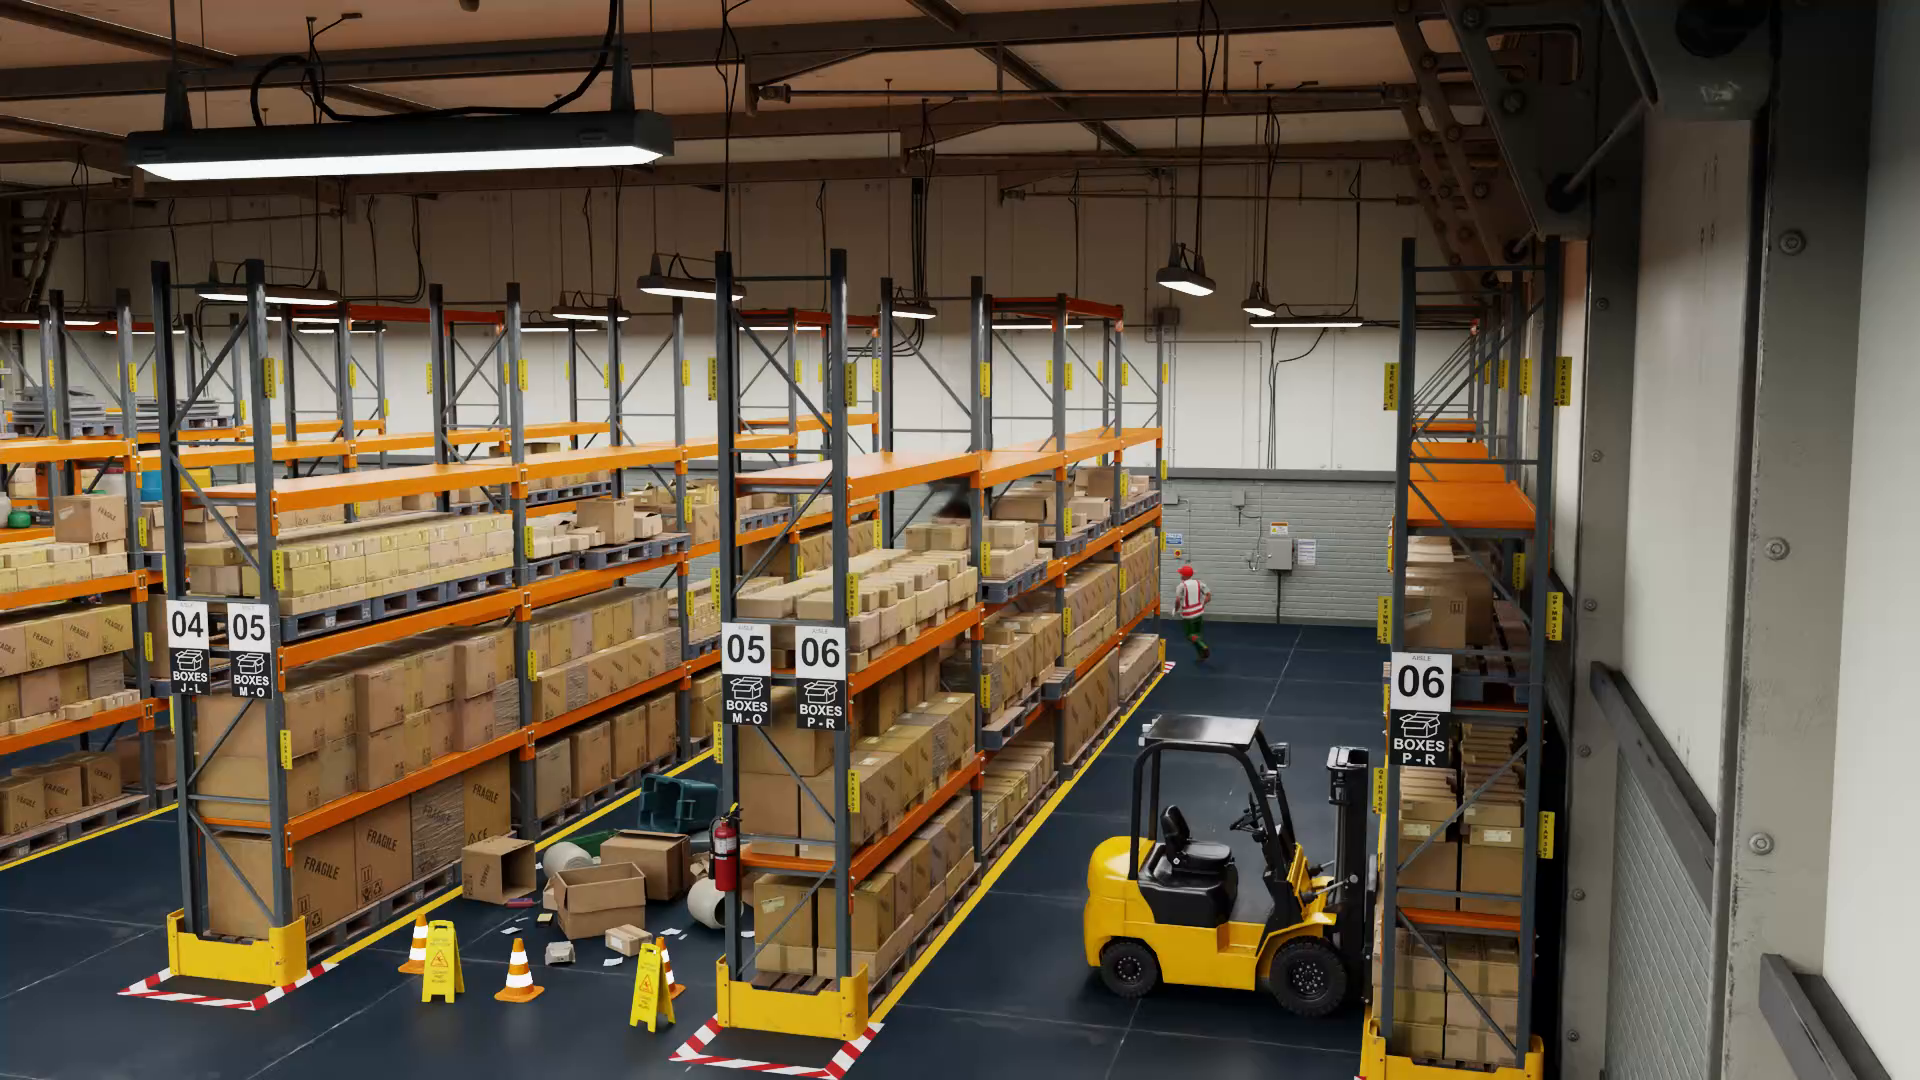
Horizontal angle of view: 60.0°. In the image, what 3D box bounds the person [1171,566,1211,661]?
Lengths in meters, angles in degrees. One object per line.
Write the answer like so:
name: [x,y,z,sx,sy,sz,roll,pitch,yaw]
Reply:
person: [4.023,1.297,28.760,0.730,1.711,0.600,-3,7,-25]
